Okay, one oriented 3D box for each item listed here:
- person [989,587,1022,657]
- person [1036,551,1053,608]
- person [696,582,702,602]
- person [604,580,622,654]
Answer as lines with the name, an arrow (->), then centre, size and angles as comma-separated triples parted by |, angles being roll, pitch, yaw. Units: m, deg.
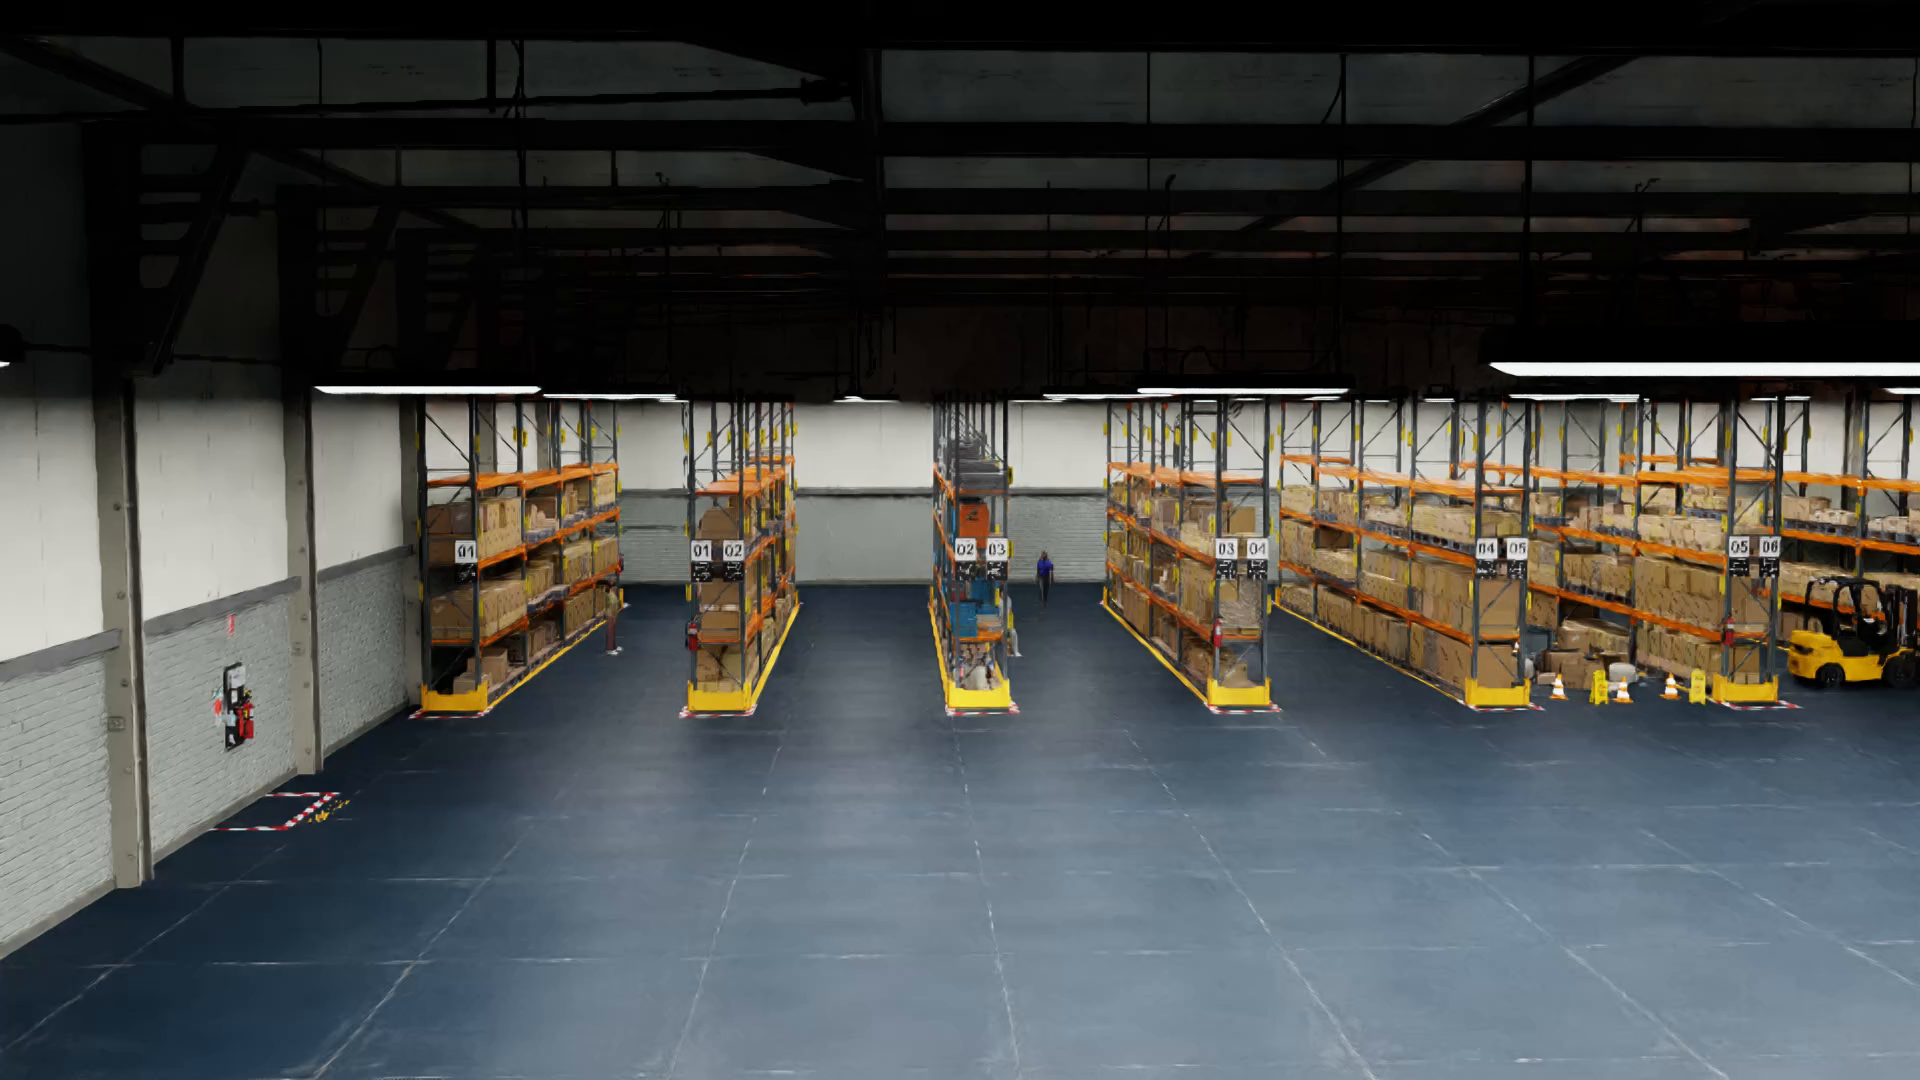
person -> 0.983, 1.841, 37.673 | 0.613, 1.608, 0.809 | -2, 5, -20
person -> 2.399, 1.092, 46.943 | 0.463, 1.596, 0.998 | 0, 5, -3
person -> -6.668, 1.305, 43.719 | 0.542, 1.675, 1.126 | 0, 5, 0
person -> -7.953, 1.758, 38.182 | 0.454, 1.678, 0.541 | -2, 5, -27
